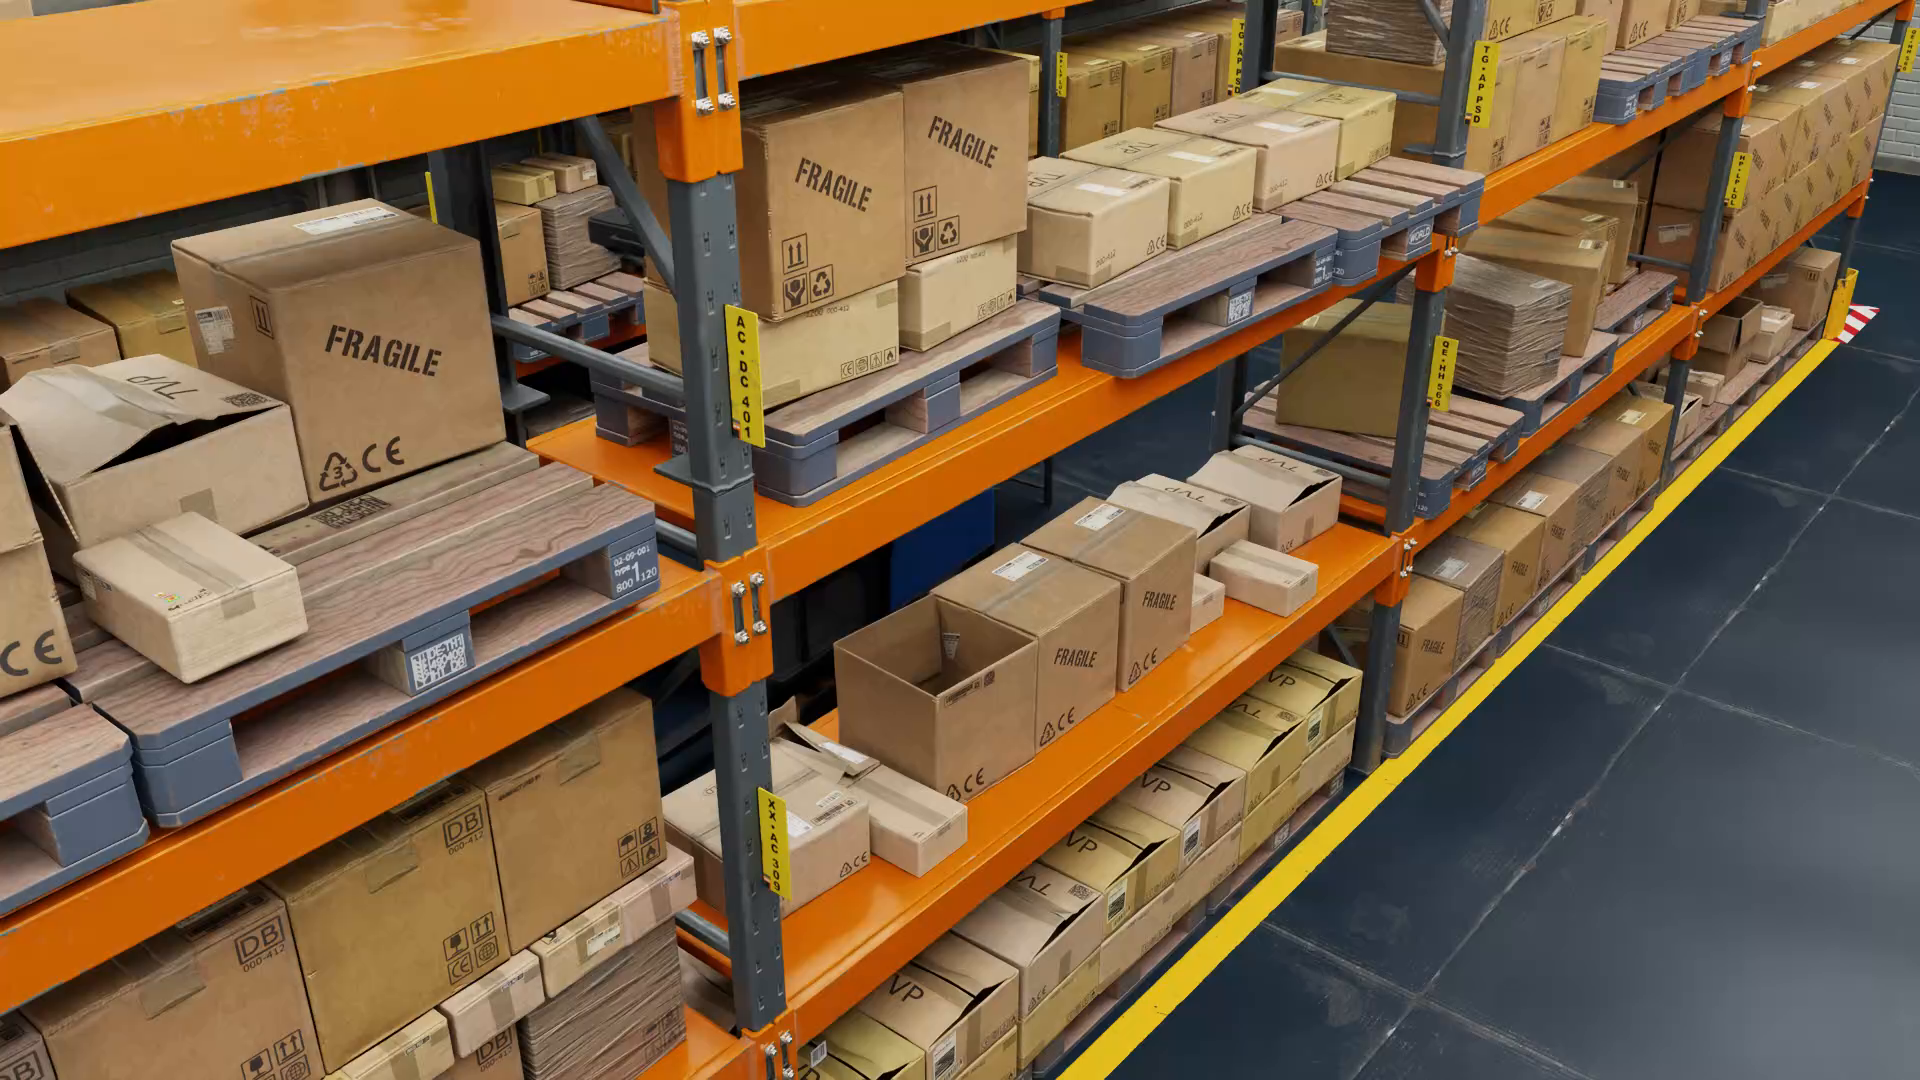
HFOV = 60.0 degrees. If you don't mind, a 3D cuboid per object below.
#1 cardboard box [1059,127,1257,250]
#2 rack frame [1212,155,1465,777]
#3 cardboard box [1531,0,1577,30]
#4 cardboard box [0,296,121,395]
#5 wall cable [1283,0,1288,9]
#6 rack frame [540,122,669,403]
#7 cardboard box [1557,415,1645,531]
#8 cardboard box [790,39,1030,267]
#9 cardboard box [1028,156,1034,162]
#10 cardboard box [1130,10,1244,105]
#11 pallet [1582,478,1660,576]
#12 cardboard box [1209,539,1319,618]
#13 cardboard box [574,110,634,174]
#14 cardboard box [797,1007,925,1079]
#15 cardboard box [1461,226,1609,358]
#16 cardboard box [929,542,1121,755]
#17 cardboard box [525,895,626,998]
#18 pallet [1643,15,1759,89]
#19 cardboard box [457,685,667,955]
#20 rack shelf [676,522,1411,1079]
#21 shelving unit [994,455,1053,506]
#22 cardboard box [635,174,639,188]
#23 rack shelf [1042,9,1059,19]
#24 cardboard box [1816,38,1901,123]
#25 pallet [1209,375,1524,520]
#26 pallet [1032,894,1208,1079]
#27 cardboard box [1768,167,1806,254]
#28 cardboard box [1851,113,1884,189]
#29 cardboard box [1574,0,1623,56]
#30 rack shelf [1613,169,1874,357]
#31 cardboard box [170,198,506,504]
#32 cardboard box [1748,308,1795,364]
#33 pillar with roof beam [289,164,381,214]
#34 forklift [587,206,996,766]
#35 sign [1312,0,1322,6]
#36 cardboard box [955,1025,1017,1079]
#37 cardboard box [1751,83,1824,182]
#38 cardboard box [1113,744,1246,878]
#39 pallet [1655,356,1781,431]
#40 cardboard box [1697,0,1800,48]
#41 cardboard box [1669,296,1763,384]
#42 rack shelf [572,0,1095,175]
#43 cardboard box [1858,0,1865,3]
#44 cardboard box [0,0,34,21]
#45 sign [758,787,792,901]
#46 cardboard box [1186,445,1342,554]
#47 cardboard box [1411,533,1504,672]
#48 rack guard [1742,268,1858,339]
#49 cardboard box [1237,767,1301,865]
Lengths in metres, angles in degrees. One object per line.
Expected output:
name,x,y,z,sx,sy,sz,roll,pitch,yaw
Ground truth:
cardboard box,0.688,-1.238,5.821,0.500,0.250,0.500,20,33,33
rack frame,1.626,-0.354,7.670,1.000,3.000,0.127,21,34,34
cardboard box,2.557,-2.689,7.723,0.500,0.500,0.500,21,34,34
cardboard box,-4.393,-0.793,7.930,0.700,0.500,0.500,21,34,35
wall cable,2.974,-5.819,17.127,0.084,1.984,1.851,21,34,34
rack frame,-2.199,-1.801,10.466,1.000,3.000,0.127,21,34,34
cardboard box,3.756,-0.426,10.051,0.500,0.500,0.500,21,34,35
cardboard box,-0.152,-1.137,4.809,0.500,0.500,0.500,-25,36,-39
cardboard box,0.348,-2.913,12.869,0.380,0.149,0.250,21,34,35
cardboard box,2.118,-4.325,15.020,0.980,0.700,0.700,20,34,34
pallet,3.682,-0.234,10.473,1.003,0.211,1.213,21,34,34
cardboard box,1.267,0.157,6.955,0.380,0.149,0.250,21,34,34
cardboard box,-2.111,-2.556,10.655,0.500,0.250,0.500,22,34,36
cardboard box,-0.464,1.776,5.478,0.500,0.311,0.500,21,34,35
cardboard box,3.094,-1.359,9.046,0.700,0.500,0.500,12,30,22
cardboard box,0.236,0.388,6.127,0.500,0.500,0.500,21,34,34
cardboard box,-1.085,0.978,4.281,0.380,0.149,0.250,20,33,33
pallet,3.701,-2.810,9.358,1.213,0.211,1.003,21,34,34
cardboard box,-1.196,0.603,4.300,0.700,0.500,0.500,21,34,35
rack shelf,0.353,0.674,6.465,1.077,0.370,4.000,21,34,34
shelving unit,0.087,-0.763,10.092,0.538,1.500,1.048,18,32,30
cardboard box,-1.693,-2.083,10.558,0.500,0.500,0.500,22,35,36
rack shelf,-0.927,-3.522,11.313,1.077,0.370,4.000,21,34,34
cardboard box,6.643,-3.441,12.440,0.500,0.500,0.500,20,34,34
pallet,2.003,-0.530,8.218,1.213,0.211,1.003,21,34,34
pallet,0.296,1.595,6.936,1.003,0.211,1.213,21,34,34
cardboard box,5.347,-2.277,11.278,0.500,0.500,0.500,21,34,34
cardboard box,6.639,-2.997,12.669,0.500,0.500,0.500,22,35,36
cardboard box,2.946,-2.749,8.360,0.600,0.600,0.600,19,33,33
rack shelf,5.442,-2.162,11.947,1.077,0.370,4.000,21,34,34
cardboard box,-1.443,-0.460,3.891,0.500,0.500,0.500,24,36,38
cardboard box,5.931,-1.572,12.538,0.500,0.250,0.500,21,34,34
pillar with roof beam,-0.372,-2.999,6.253,9.100,9.000,0.400,21,34,34
forklift,-1.041,-0.610,8.239,1.130,2.935,3.031,18,32,30
sign,3.299,-5.093,15.312,0.100,0.325,0.005,21,34,34
cardboard box,-0.145,1.847,5.950,0.500,0.250,0.500,22,34,36
cardboard box,5.342,-2.711,11.029,0.500,0.500,0.500,20,33,33
cardboard box,0.834,1.054,6.874,0.500,0.311,0.500,20,34,34
pallet,5.383,-1.211,12.362,1.003,0.211,1.213,21,34,34
cardboard box,4.670,-3.138,9.950,0.500,0.250,0.500,21,34,34
cardboard box,5.361,-1.527,12.174,0.797,0.503,0.637,21,34,34
rack shelf,0.353,-1.812,5.178,1.077,0.370,4.000,21,34,34
cardboard box,5.956,-3.842,11.311,0.500,0.250,0.500,21,34,34
cardboard box,-4.334,-2.116,7.245,0.500,0.500,0.500,-23,35,-37
sign,-0.489,0.806,4.399,0.100,0.325,0.005,21,34,34
cardboard box,1.361,-0.198,7.466,0.500,0.311,0.500,23,35,37
cardboard box,2.464,0.296,8.656,0.500,0.500,0.500,19,33,33
rack guard,6.666,-2.053,13.675,1.175,0.500,0.348,21,34,34
cardboard box,1.154,1.122,7.352,0.500,0.250,0.500,20,34,34
